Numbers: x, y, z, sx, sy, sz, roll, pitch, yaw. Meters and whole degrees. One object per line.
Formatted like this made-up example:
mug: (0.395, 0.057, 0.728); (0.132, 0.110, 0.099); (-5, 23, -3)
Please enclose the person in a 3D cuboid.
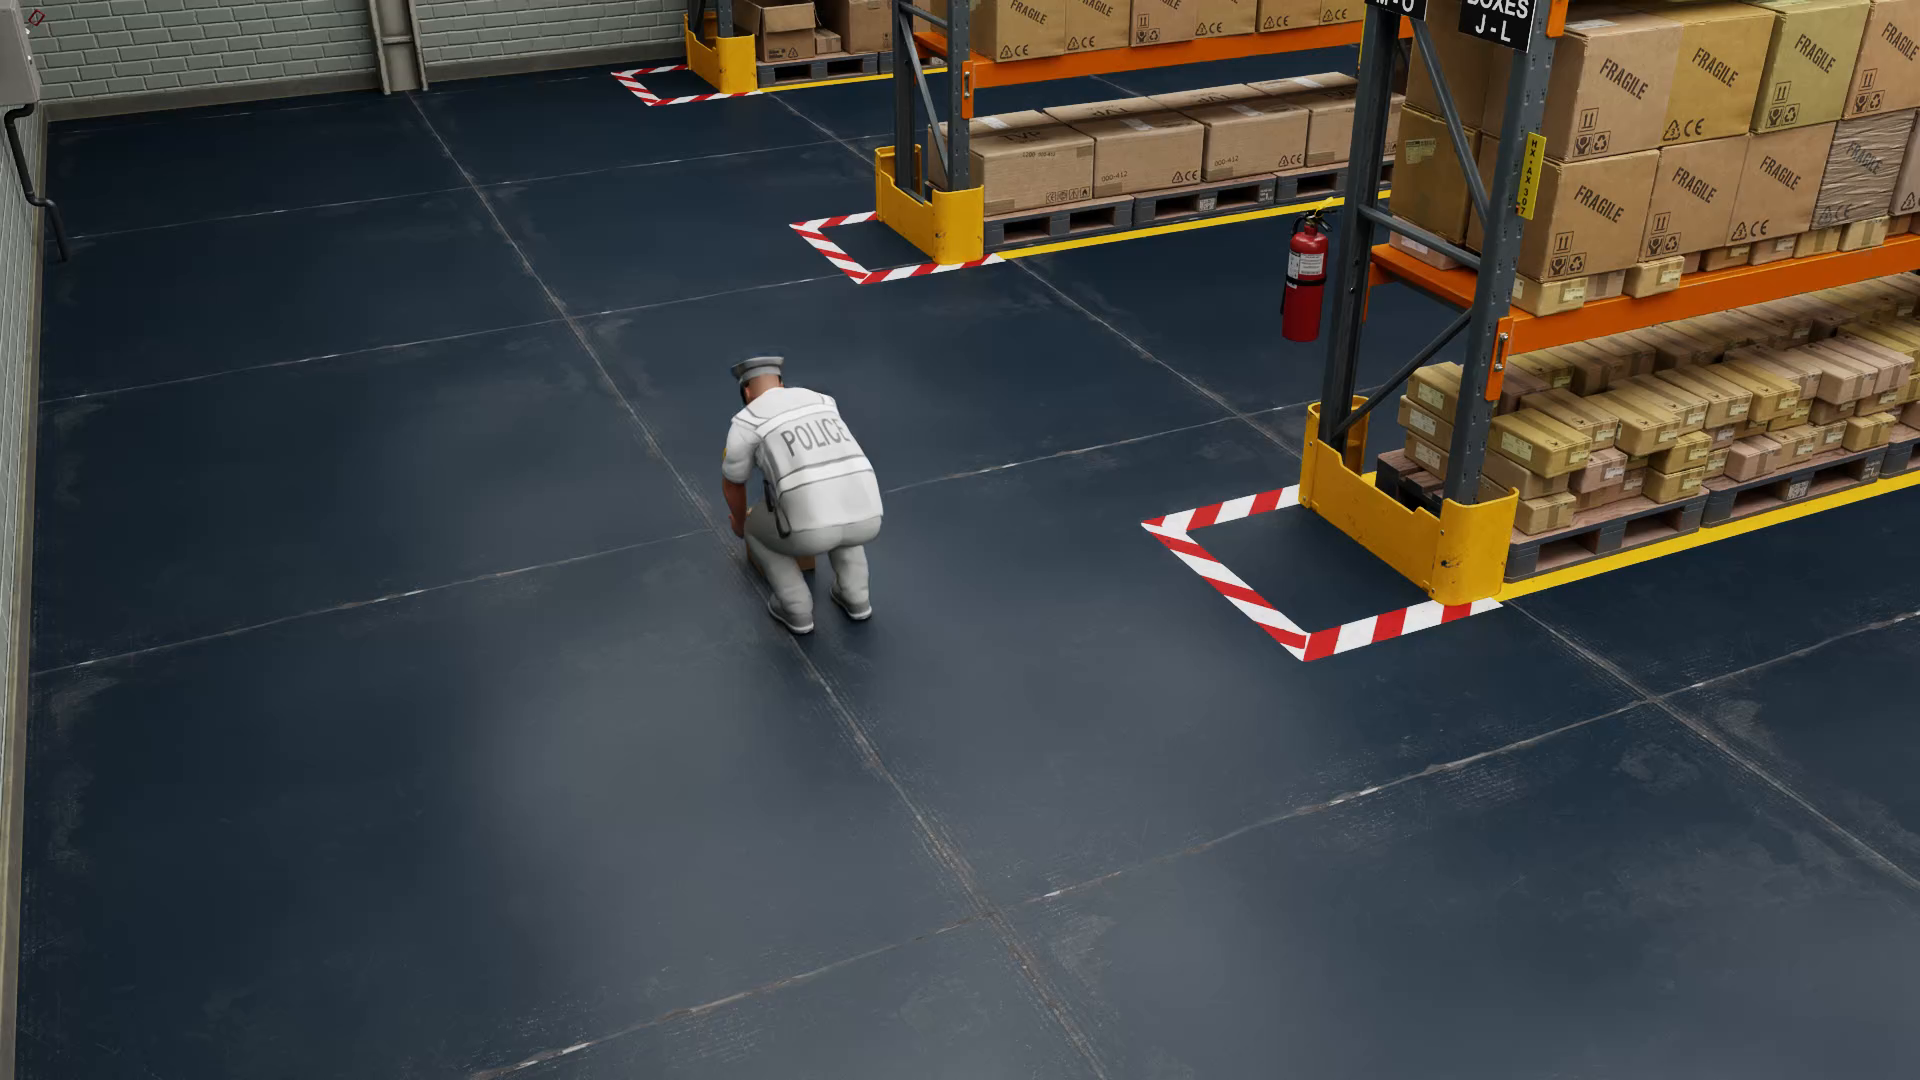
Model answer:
person: (-0.698, -0.197, 7.169); (0.573, 1.075, 0.934); (-13, 32, -22)
